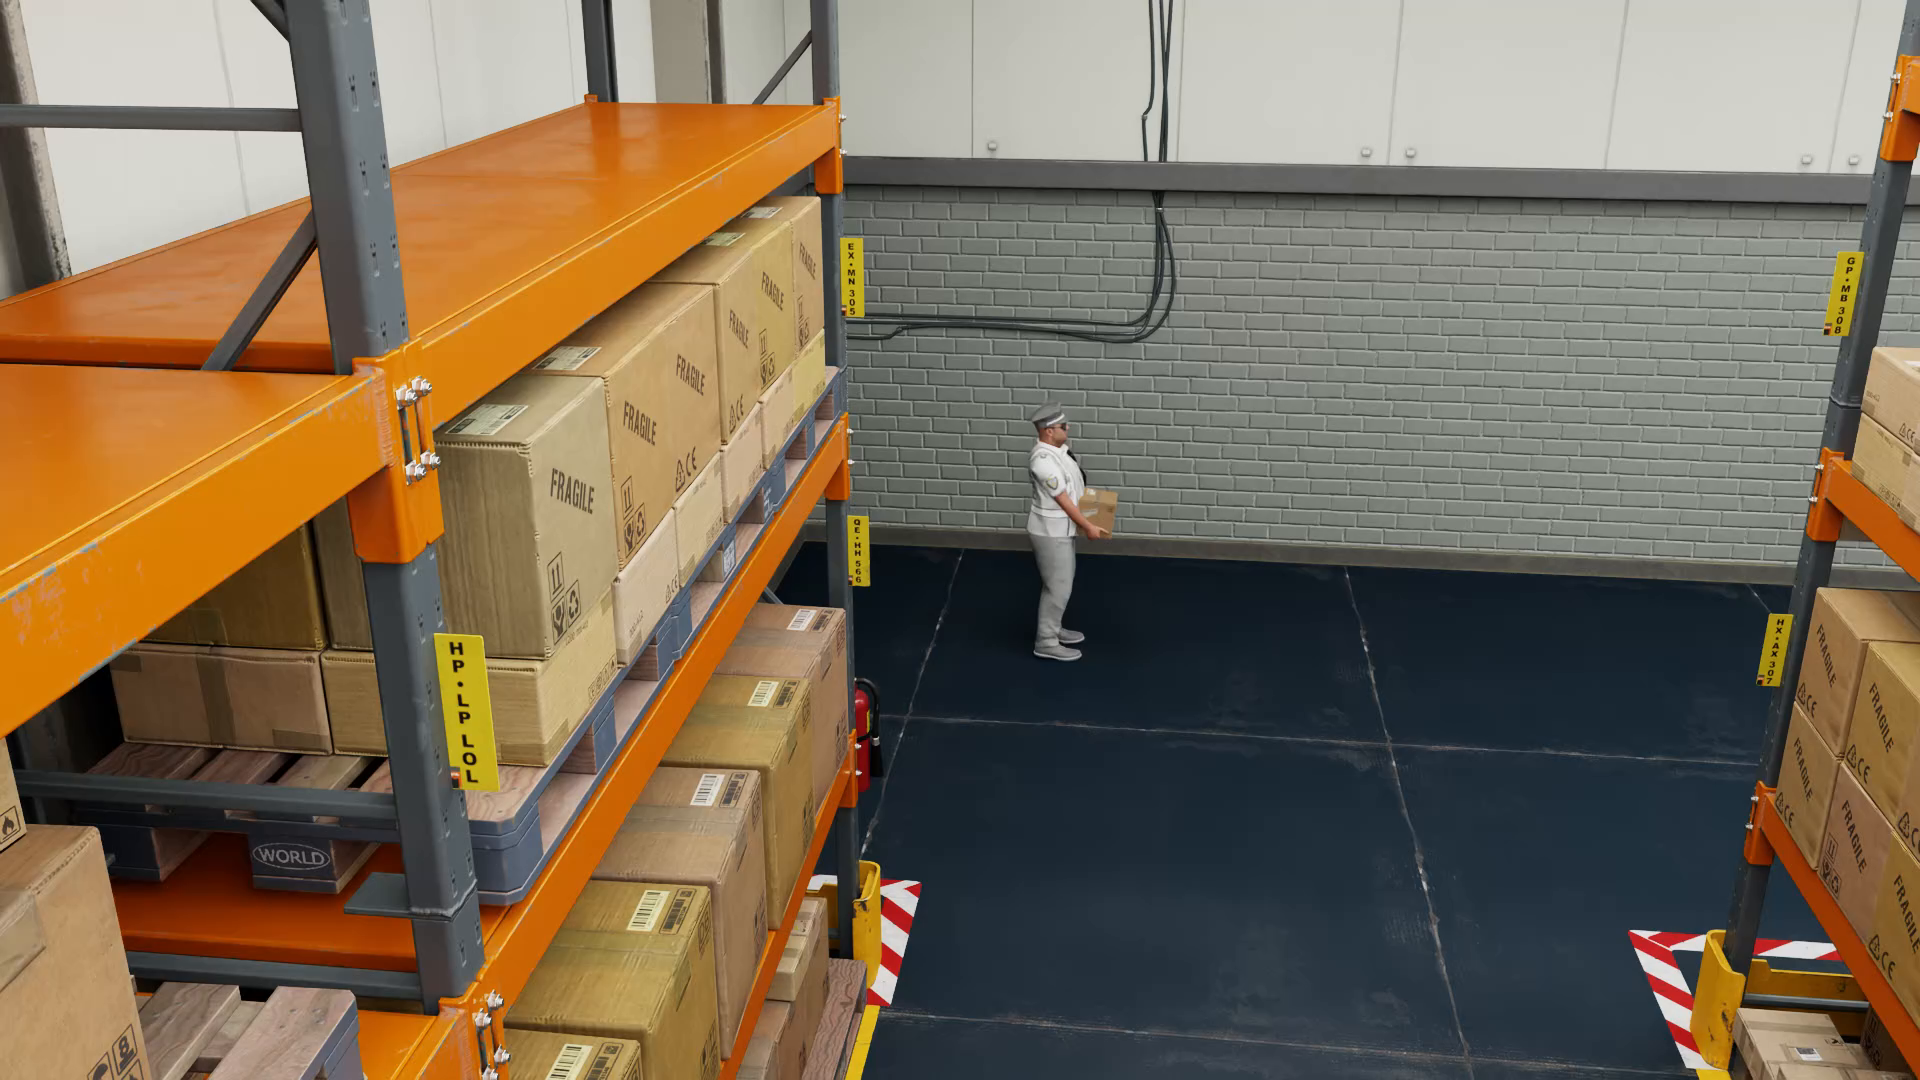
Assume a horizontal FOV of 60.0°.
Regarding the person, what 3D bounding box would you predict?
[{"bbox_3d":[0.731,-0.071,11.243,0.563,1.763,0.494,3,21,7],"label":"person"}]
